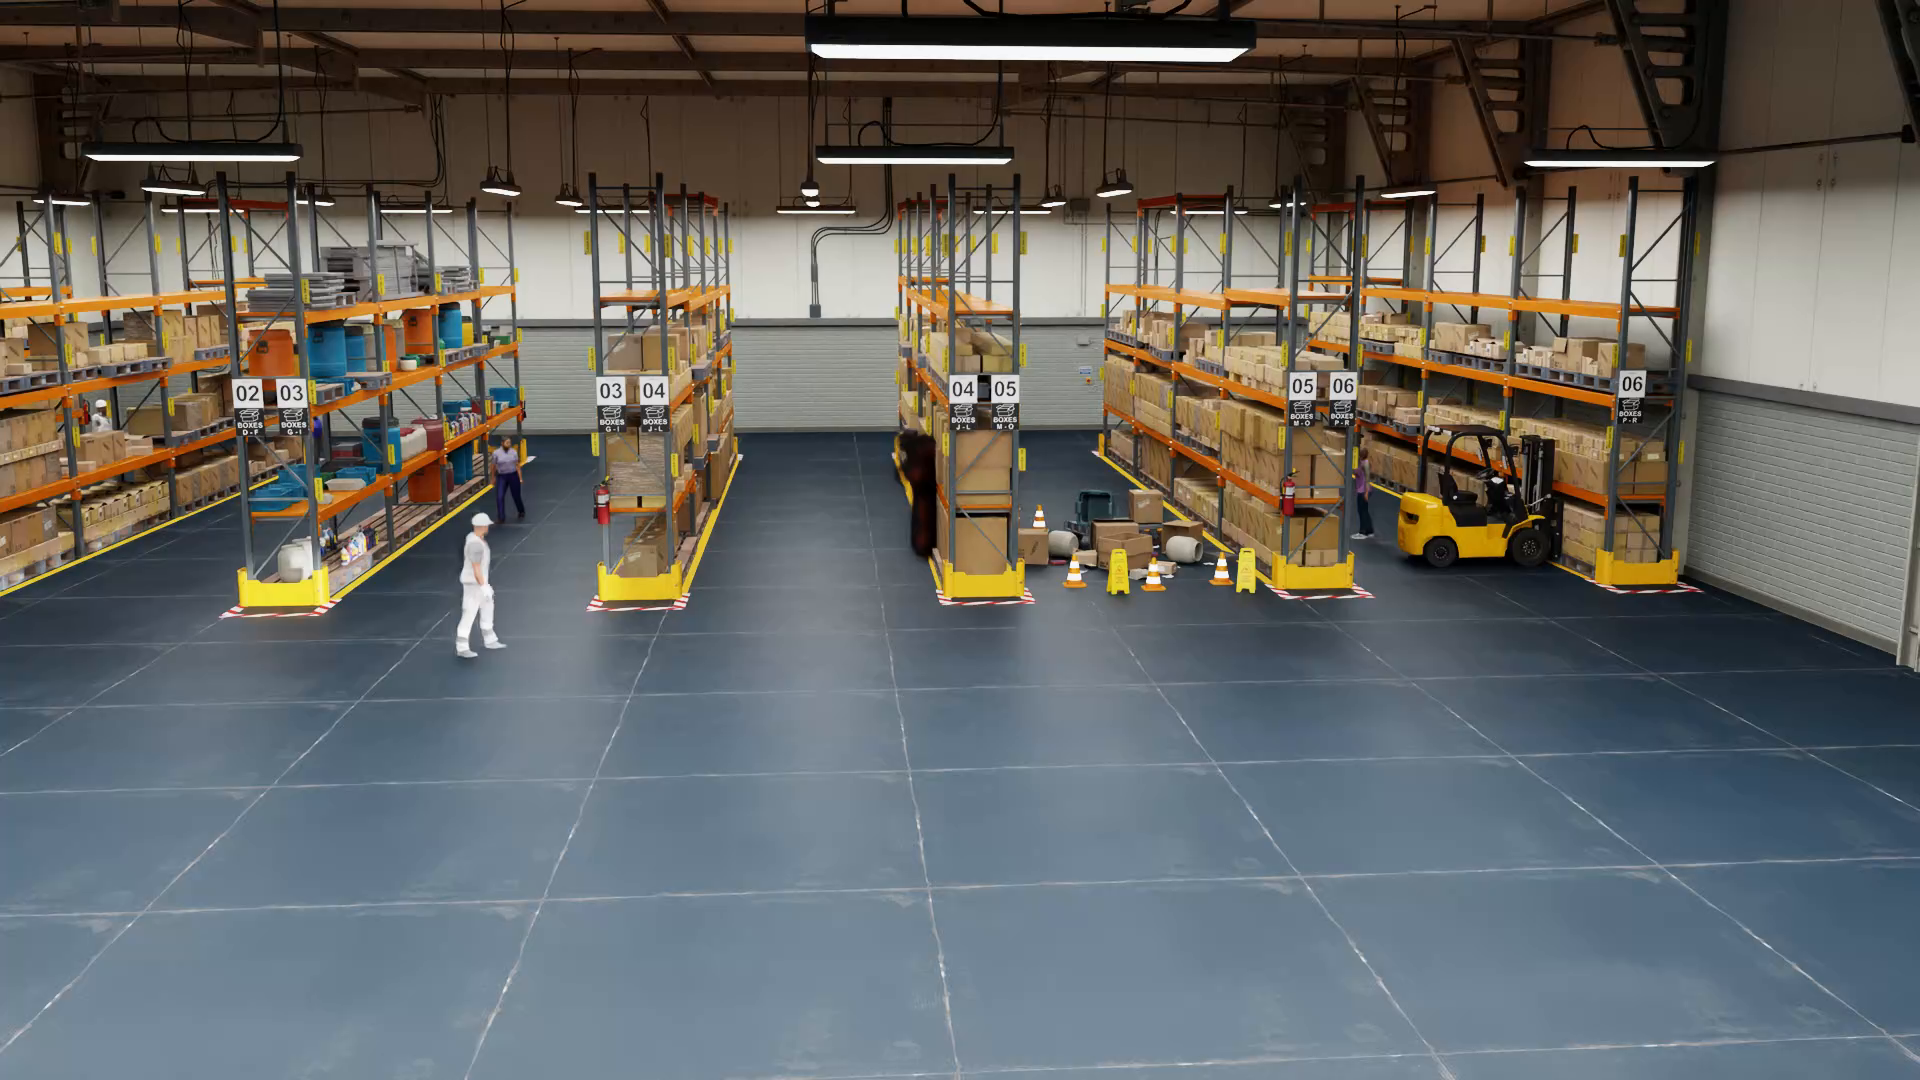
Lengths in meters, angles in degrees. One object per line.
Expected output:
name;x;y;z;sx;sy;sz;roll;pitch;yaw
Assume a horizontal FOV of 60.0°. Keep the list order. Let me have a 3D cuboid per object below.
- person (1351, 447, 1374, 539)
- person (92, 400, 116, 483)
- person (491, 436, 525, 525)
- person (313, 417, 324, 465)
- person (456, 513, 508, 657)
person;6.990;-0.817;28.772;0.380;1.600;0.440;5;11;26
person;-18.267;-2.117;35.601;0.453;1.787;0.545;0;10;1
person;-8.274;-1.123;30.406;0.585;1.598;0.939;0;10;-1
person;-13.730;-1.998;35.353;0.359;1.693;0.464;0;10;2
person;-5.972;0.552;20.586;0.525;1.802;0.733;-1;10;-4
